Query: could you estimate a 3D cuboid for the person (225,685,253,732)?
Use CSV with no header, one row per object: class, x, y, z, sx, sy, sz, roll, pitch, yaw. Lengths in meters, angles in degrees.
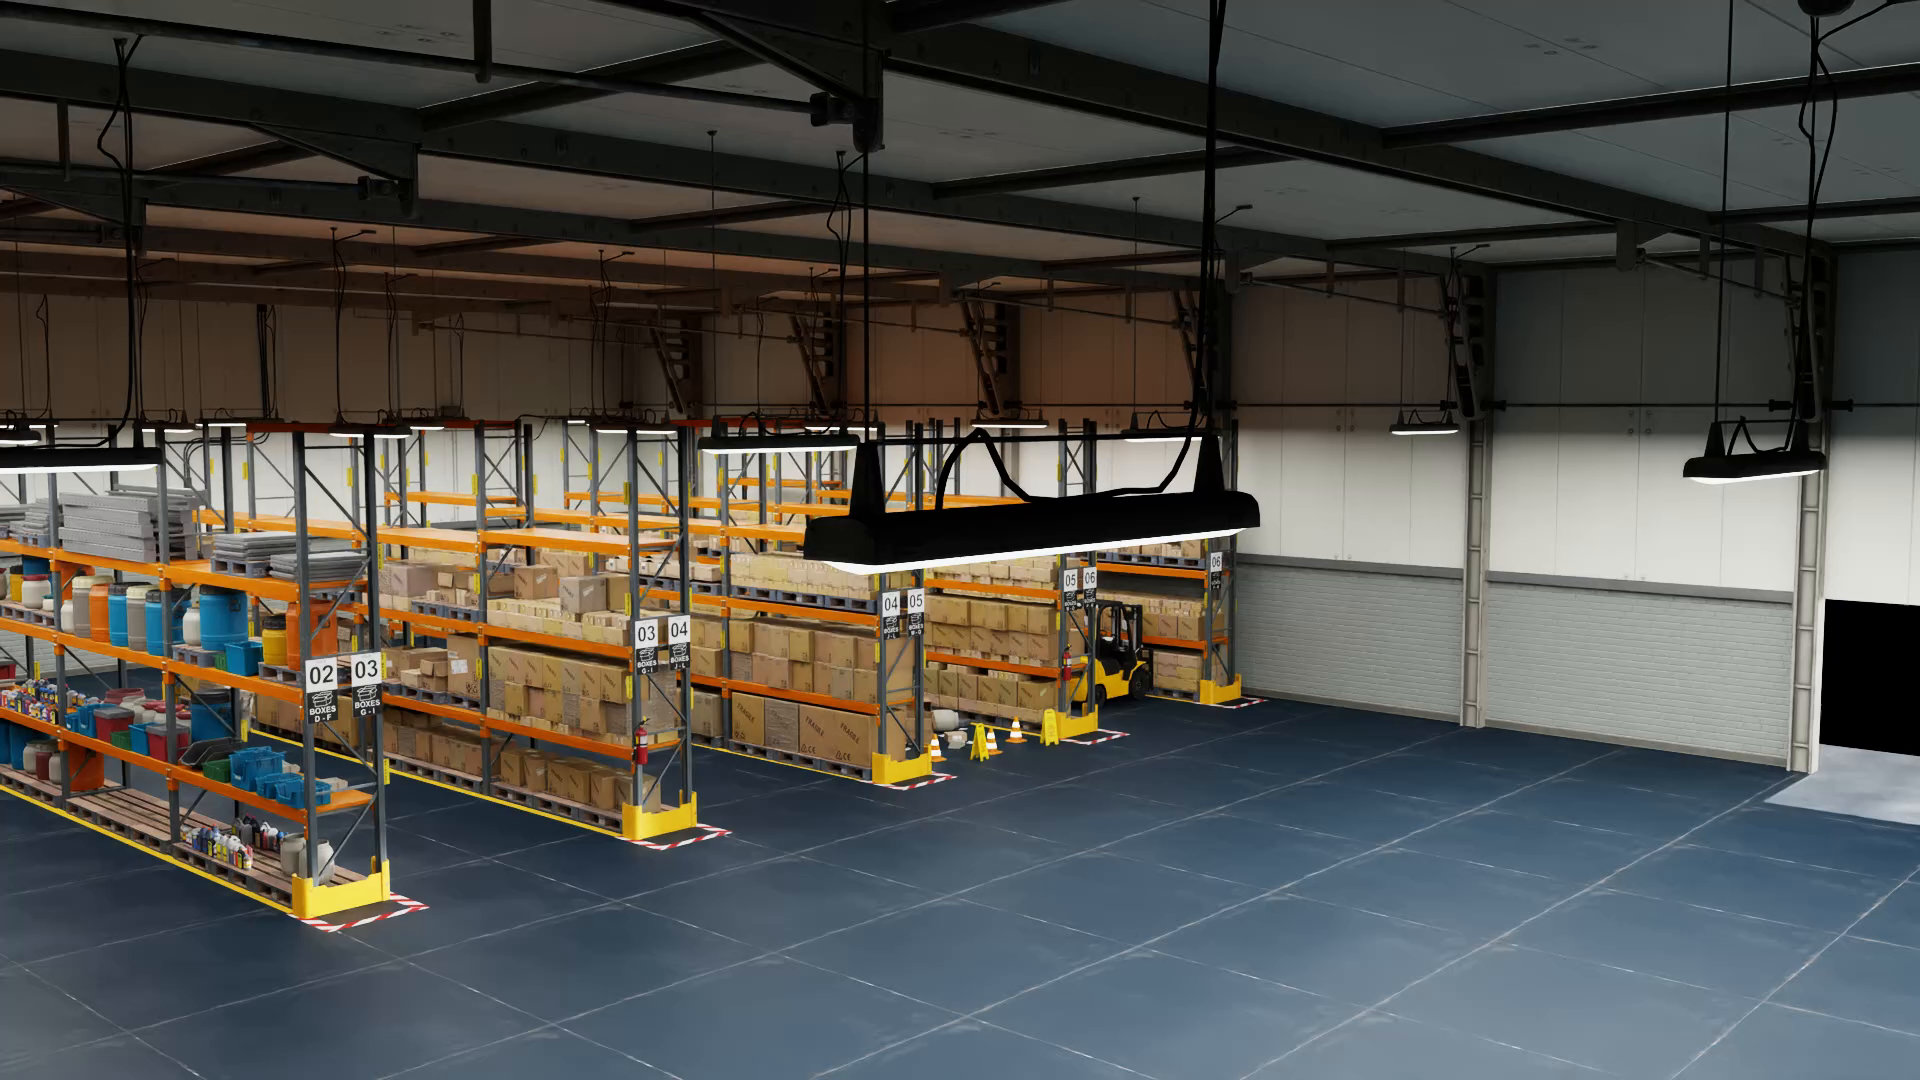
person,-13.164,3.052,30.256,0.543,1.647,0.583,3,6,36
